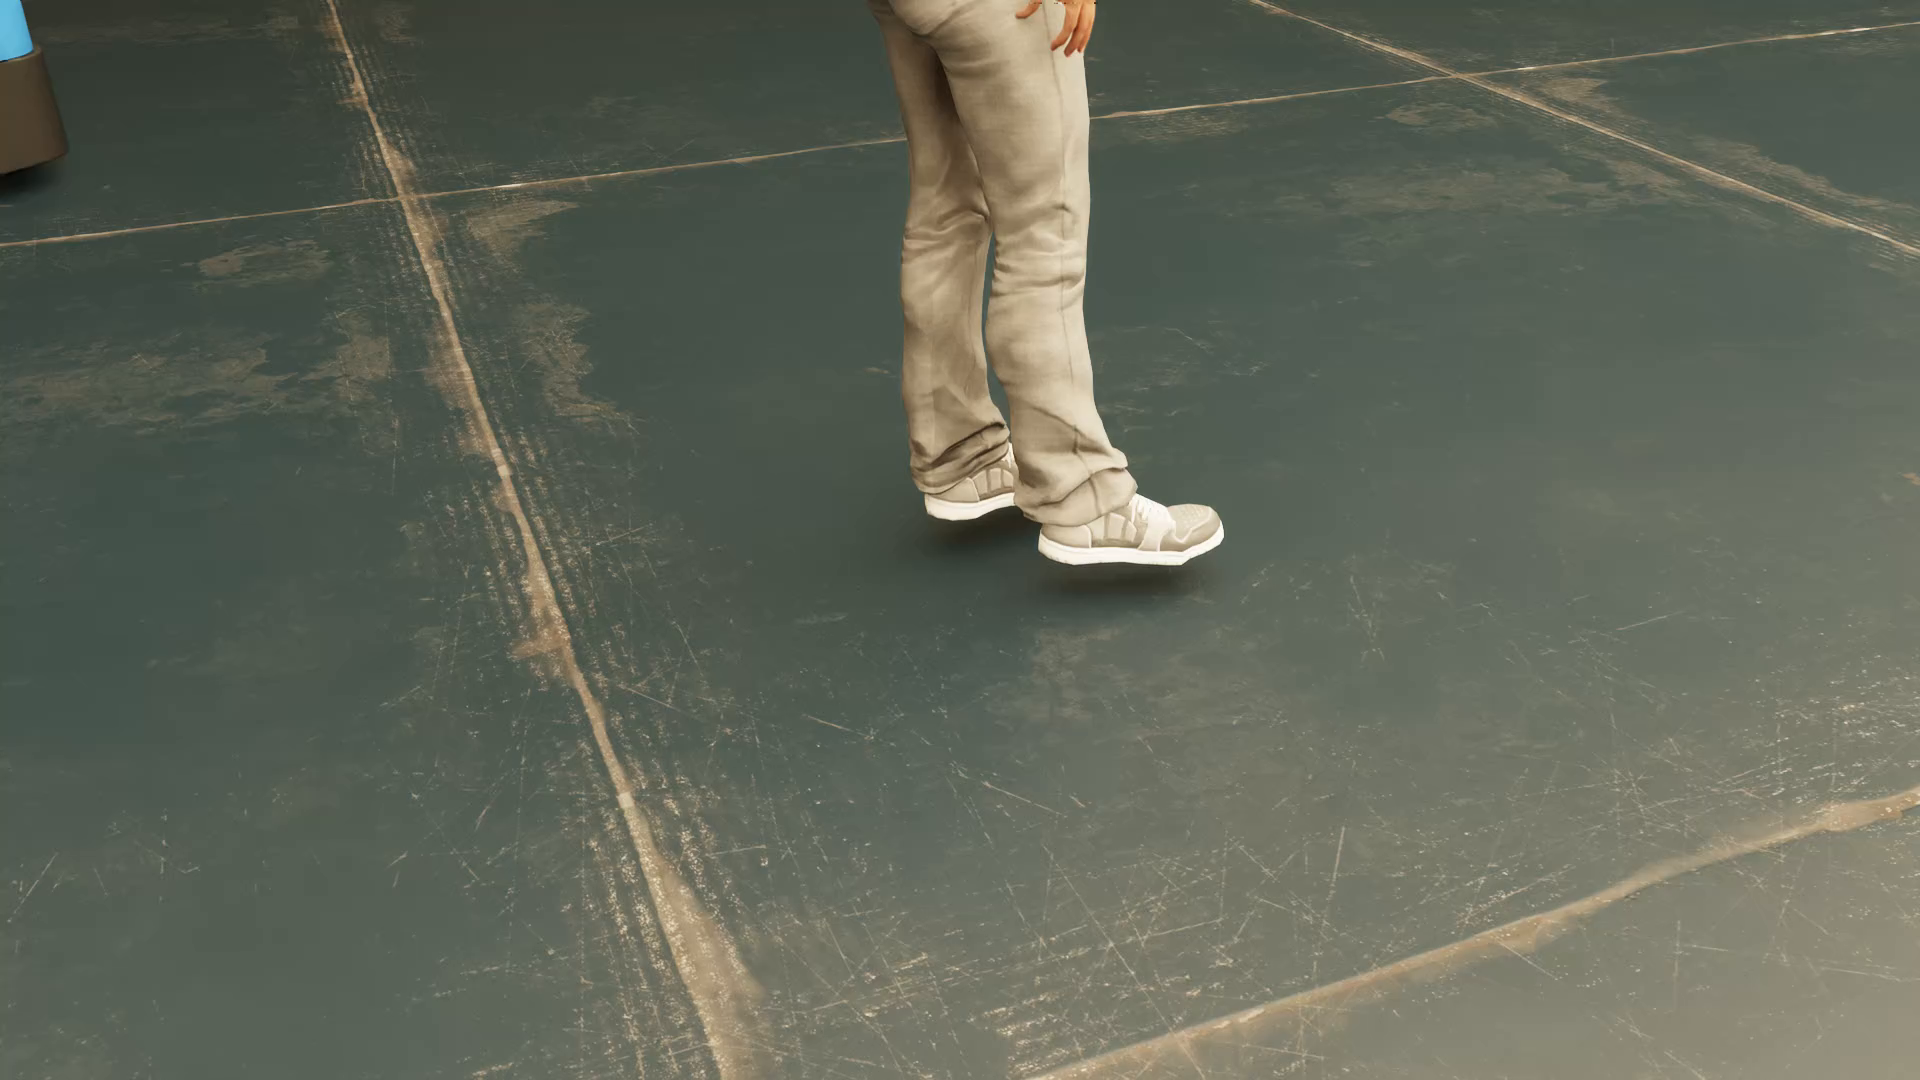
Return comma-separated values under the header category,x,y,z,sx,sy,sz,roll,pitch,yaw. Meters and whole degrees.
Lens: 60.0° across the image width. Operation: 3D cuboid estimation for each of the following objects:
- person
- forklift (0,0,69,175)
category,x,y,z,sx,sy,sz,roll,pitch,yaw
person,0.074,-0.743,2.095,0.472,1.598,0.521,-11,32,-19
forklift,-3.669,-2.299,3.574,3.031,2.935,1.130,16,33,26
